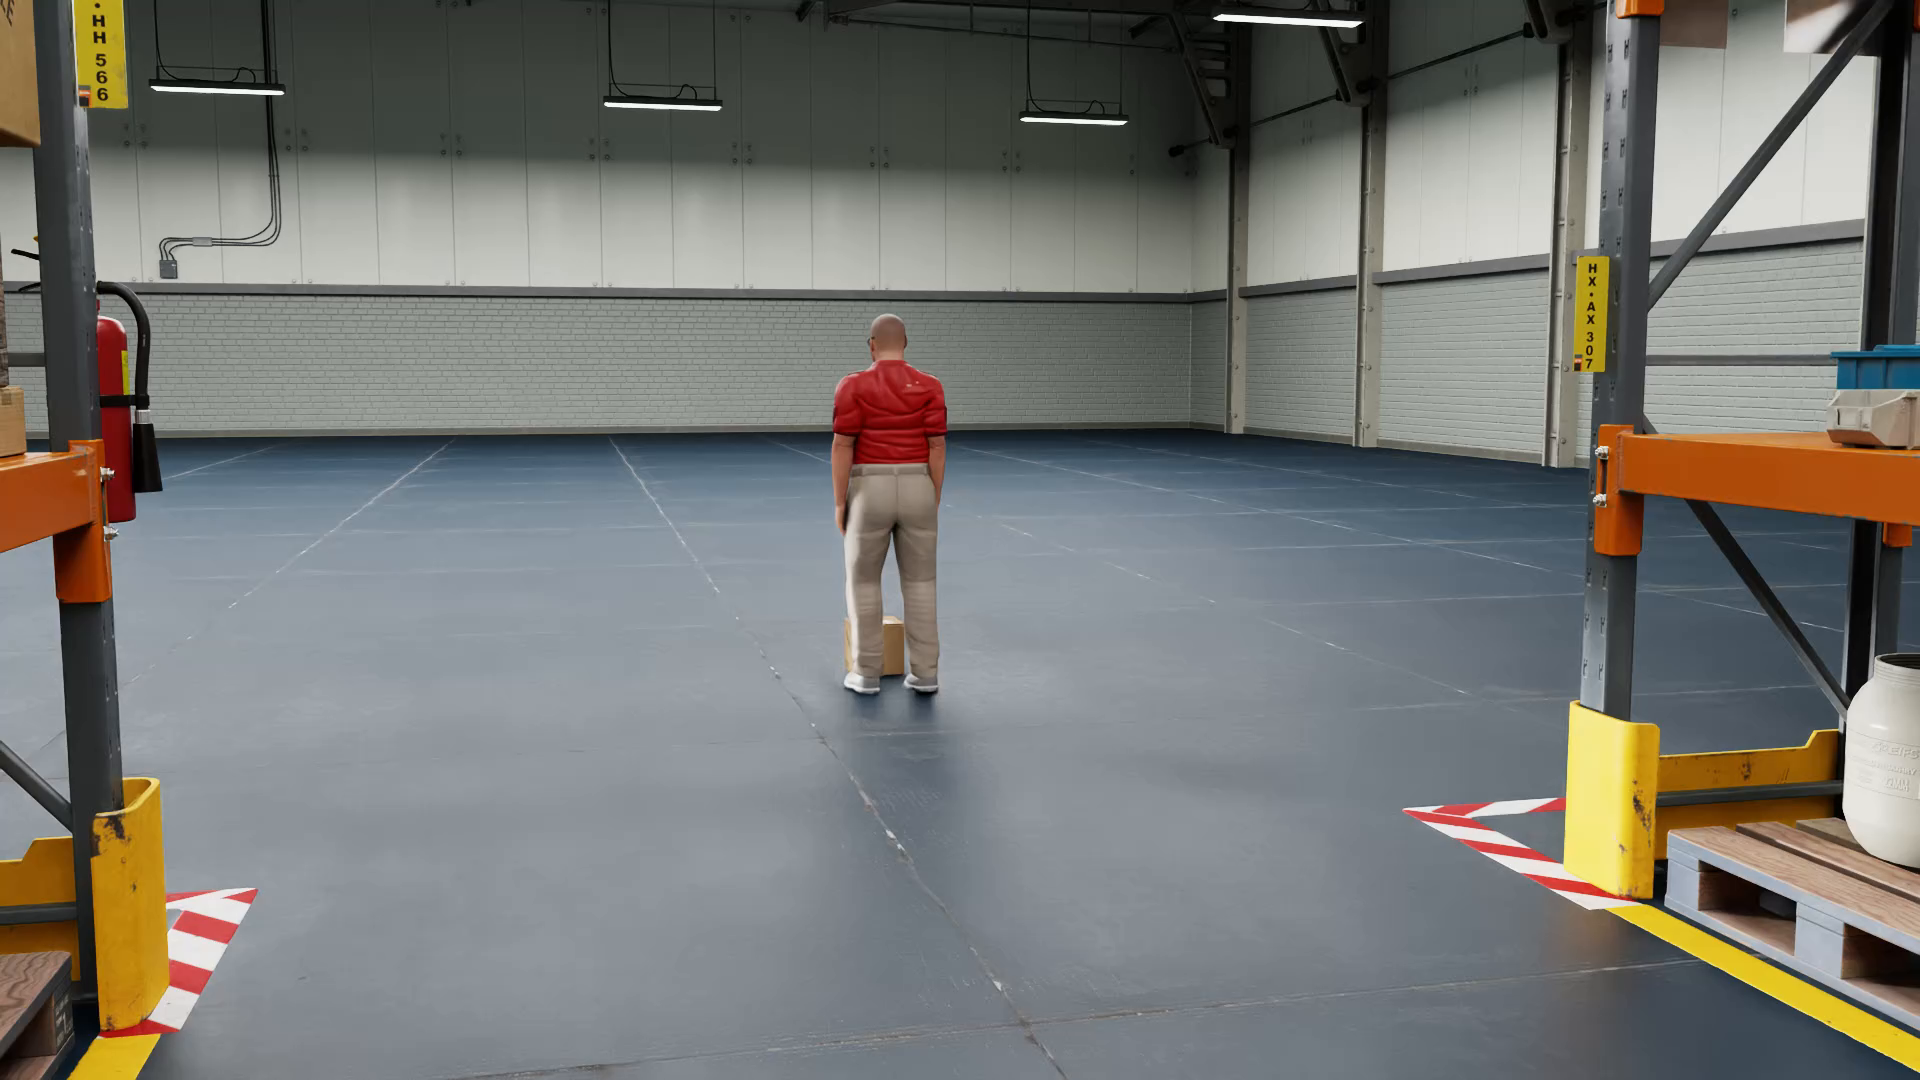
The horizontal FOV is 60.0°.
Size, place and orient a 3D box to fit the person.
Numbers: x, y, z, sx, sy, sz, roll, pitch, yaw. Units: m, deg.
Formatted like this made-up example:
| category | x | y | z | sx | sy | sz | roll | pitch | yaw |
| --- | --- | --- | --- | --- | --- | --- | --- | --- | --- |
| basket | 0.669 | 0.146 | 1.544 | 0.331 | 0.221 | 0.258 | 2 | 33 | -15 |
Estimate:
| category | x | y | z | sx | sy | sz | roll | pitch | yaw |
| --- | --- | --- | --- | --- | --- | --- | --- | --- | --- |
| person | -0.332 | -0.162 | 7.602 | 0.527 | 1.725 | 0.360 | -1 | 6 | -12 |
